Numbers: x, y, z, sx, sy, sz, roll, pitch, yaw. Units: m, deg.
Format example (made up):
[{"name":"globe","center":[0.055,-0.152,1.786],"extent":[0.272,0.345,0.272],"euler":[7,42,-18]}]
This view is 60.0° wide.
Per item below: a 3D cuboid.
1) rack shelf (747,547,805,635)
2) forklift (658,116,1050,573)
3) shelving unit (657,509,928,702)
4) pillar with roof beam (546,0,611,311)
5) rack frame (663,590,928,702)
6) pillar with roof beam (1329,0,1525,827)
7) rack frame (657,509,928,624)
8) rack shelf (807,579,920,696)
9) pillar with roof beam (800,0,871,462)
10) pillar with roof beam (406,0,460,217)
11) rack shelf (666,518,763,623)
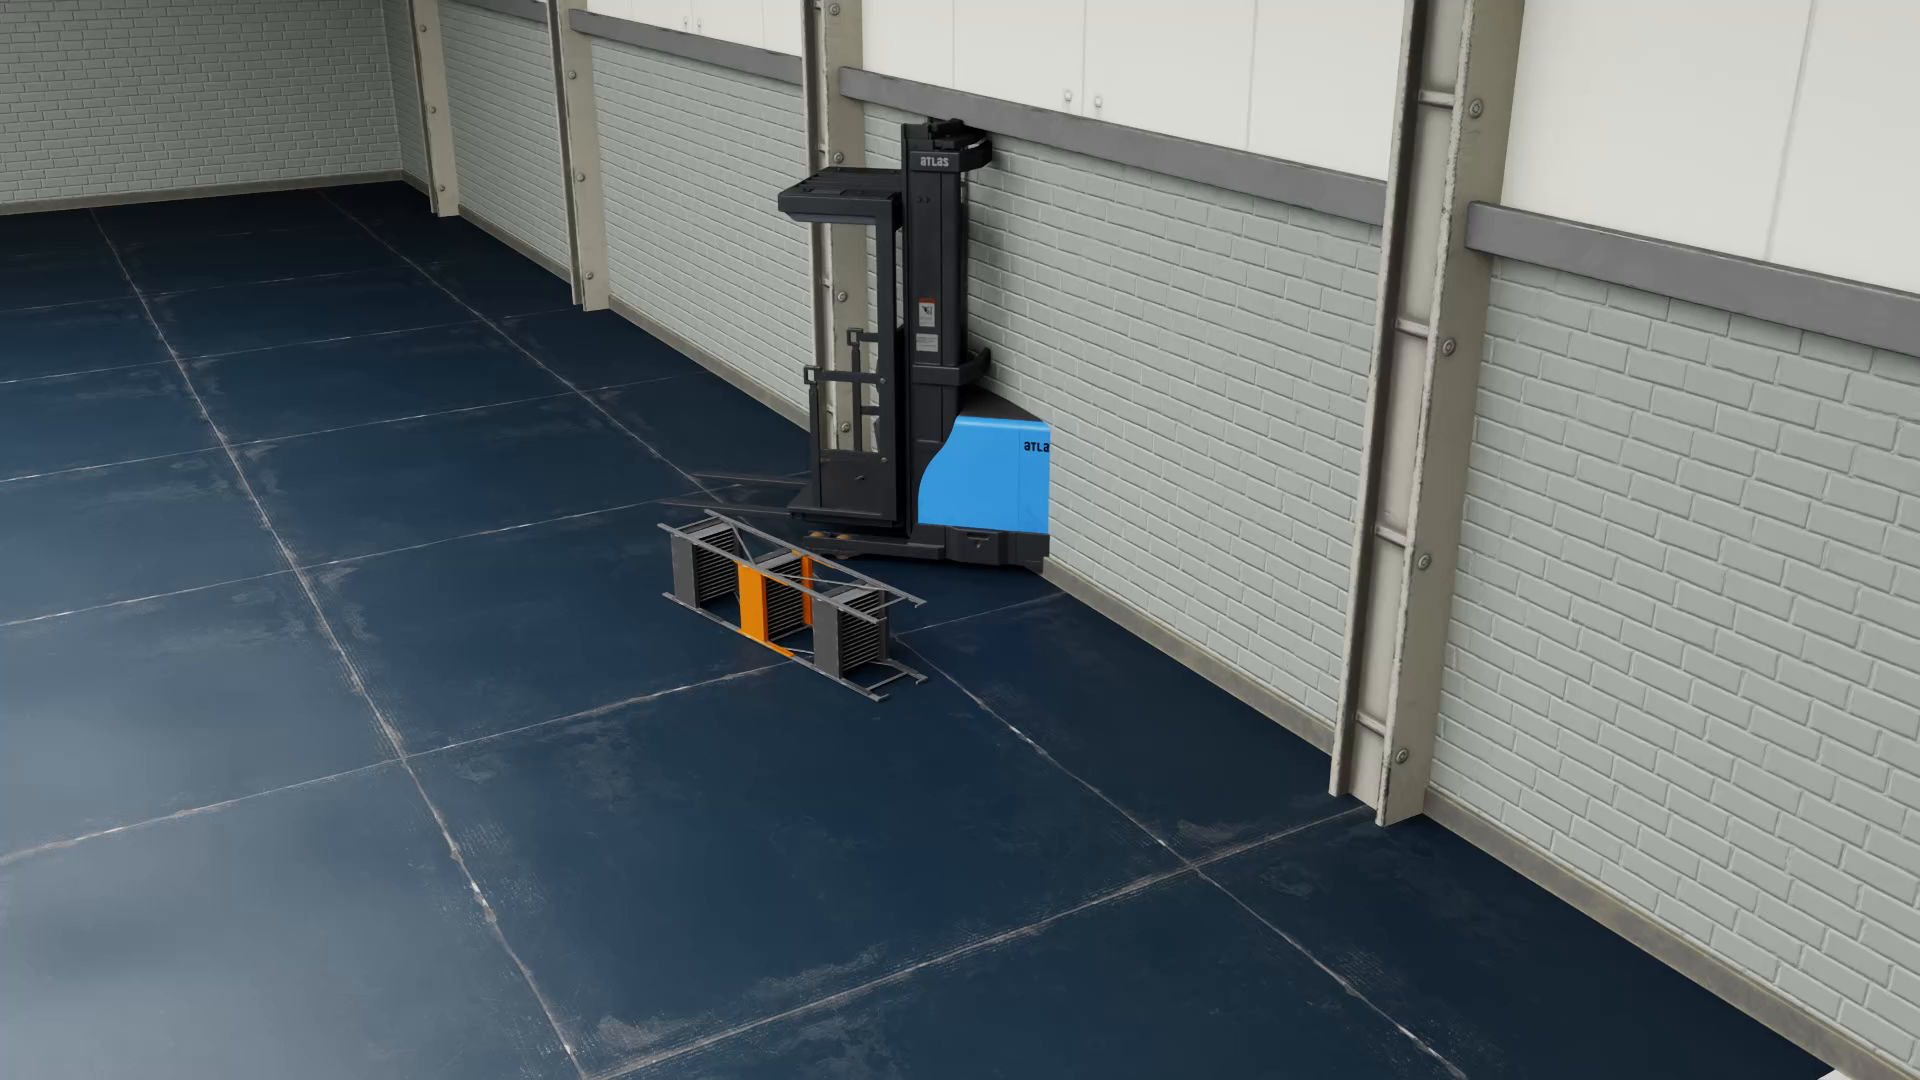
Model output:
[{"name":"rack shelf","center":[-1.154,0.327,10.321],"extent":[0.368,0.457,0.174],"euler":[-20,30,-41]},{"name":"forklift","center":[-0.607,-1.412,11.392],"extent":[3.031,2.935,1.130],"euler":[5,23,12]},{"name":"shelving unit","center":[-1.067,0.360,10.240],"extent":[0.431,0.503,2.100],"euler":[-20,30,-41]},{"name":"pillar with roof beam","center":[-7.694,-5.887,14.344],"extent":[9.100,9.000,0.400],"euler":[-13,25,-28]},{"name":"rack frame","center":[-1.067,0.586,10.332],"extent":[0.400,0.015,2.100],"euler":[-20,30,-41]},{"name":"pillar with roof beam","center":[-1.565,-2.002,4.787],"extent":[9.100,9.000,0.400],"euler":[-13,25,-28]},{"name":"rack frame","center":[-1.067,0.134,10.148],"extent":[0.400,0.015,2.100],"euler":[-20,30,-41]},{"name":"rack shelf","center":[-0.565,0.551,9.770],"extent":[0.431,0.480,0.518],"euler":[-20,30,-41]},{"name":"pillar with roof beam","center":[-4.629,-3.945,9.566],"extent":[9.100,9.000,0.400],"euler":[-13,25,-28]},{"name":"pillar with roof beam","center":[-10.759,-7.829,19.123],"extent":[9.100,9.000,0.400],"euler":[-13,25,-28]},{"name":"rack shelf","center":[-1.550,0.176,10.692],"extent":[0.431,0.480,0.518],"euler":[-20,30,-41]}]
